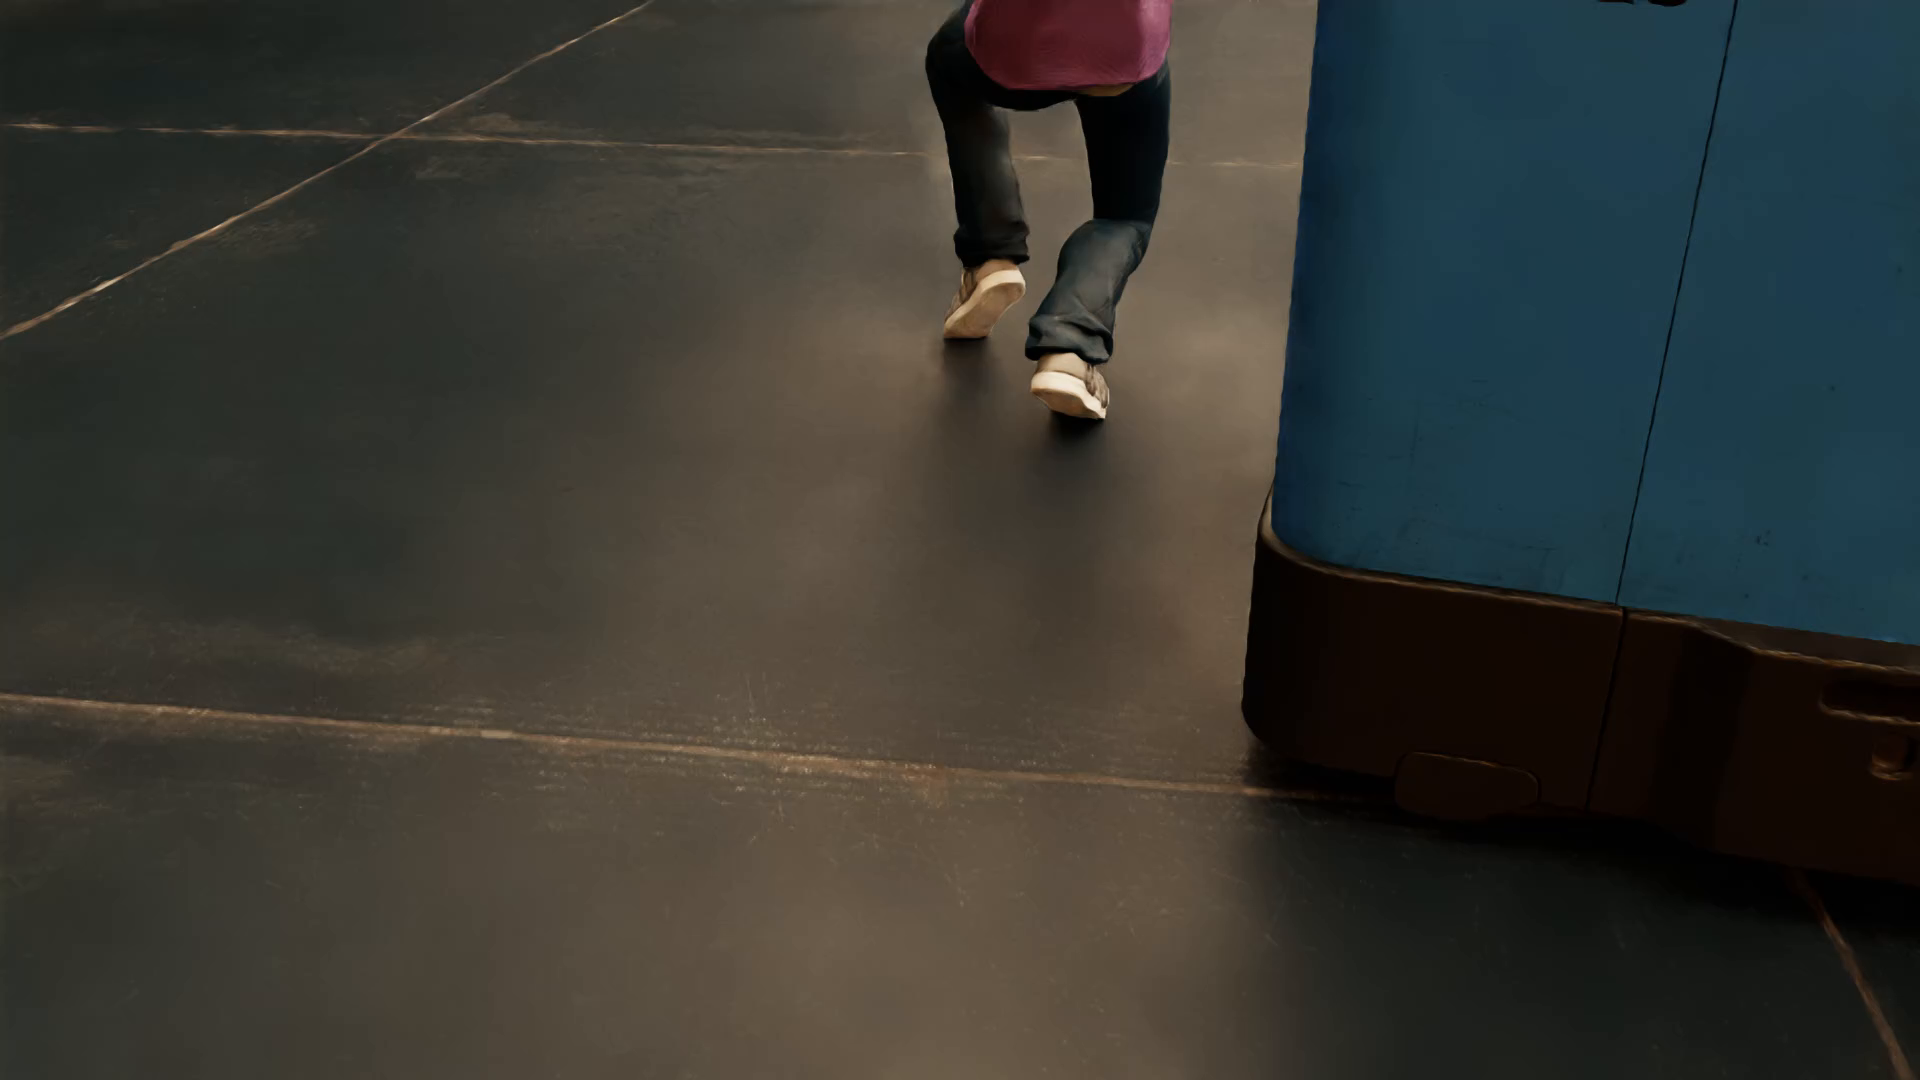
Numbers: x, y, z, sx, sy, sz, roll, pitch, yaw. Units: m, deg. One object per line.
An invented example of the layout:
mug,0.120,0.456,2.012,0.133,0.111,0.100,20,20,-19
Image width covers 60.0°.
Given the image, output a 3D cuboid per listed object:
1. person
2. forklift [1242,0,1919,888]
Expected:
person,-0.094,-0.930,2.795,0.942,1.445,0.766,-3,27,-6
forklift,1.903,-1.031,1.283,3.031,2.935,1.130,8,28,16
